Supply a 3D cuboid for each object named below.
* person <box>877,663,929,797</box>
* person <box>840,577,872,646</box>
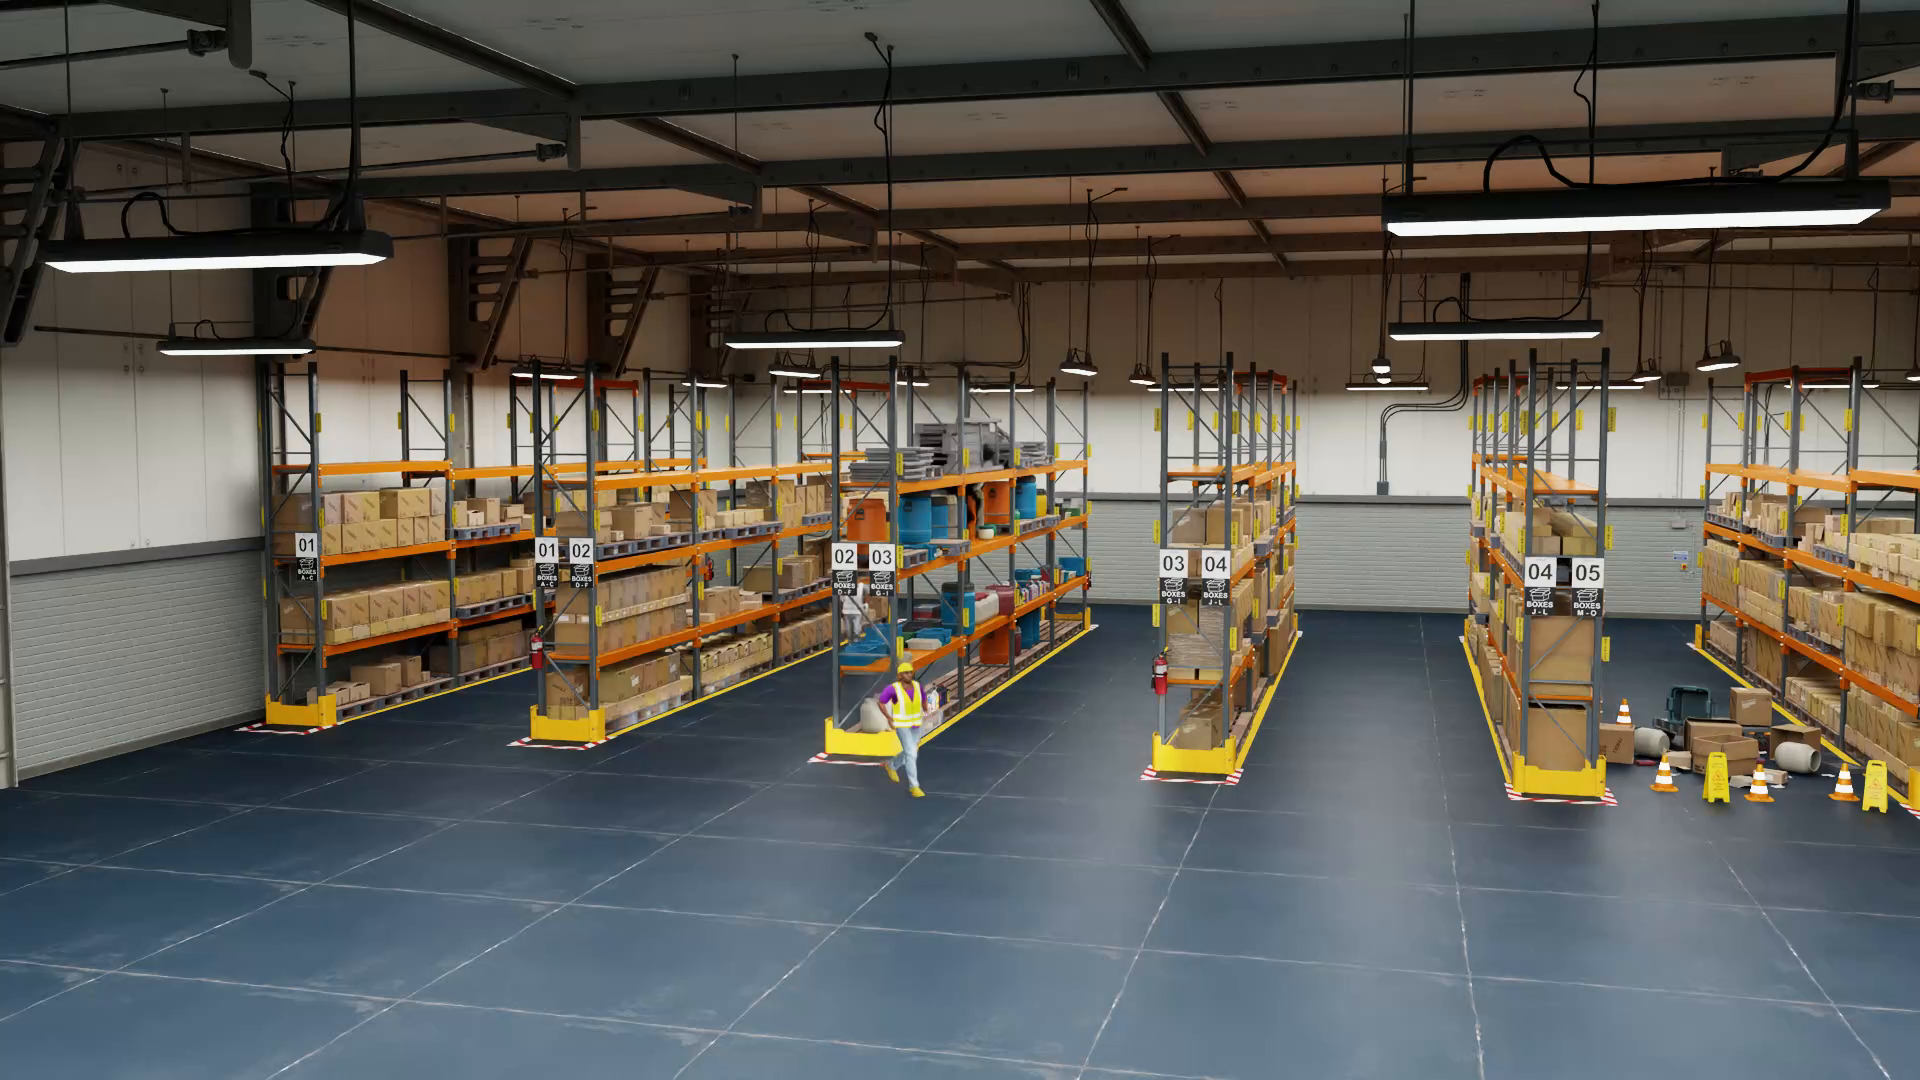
[{"bbox_3d":[-0.728,2.536,22.561,0.676,1.774,0.900,-3,5,-37],"label":"person"},{"bbox_3d":[-2.110,1.512,32.784,0.659,1.867,0.721,0,4,6],"label":"person"}]
